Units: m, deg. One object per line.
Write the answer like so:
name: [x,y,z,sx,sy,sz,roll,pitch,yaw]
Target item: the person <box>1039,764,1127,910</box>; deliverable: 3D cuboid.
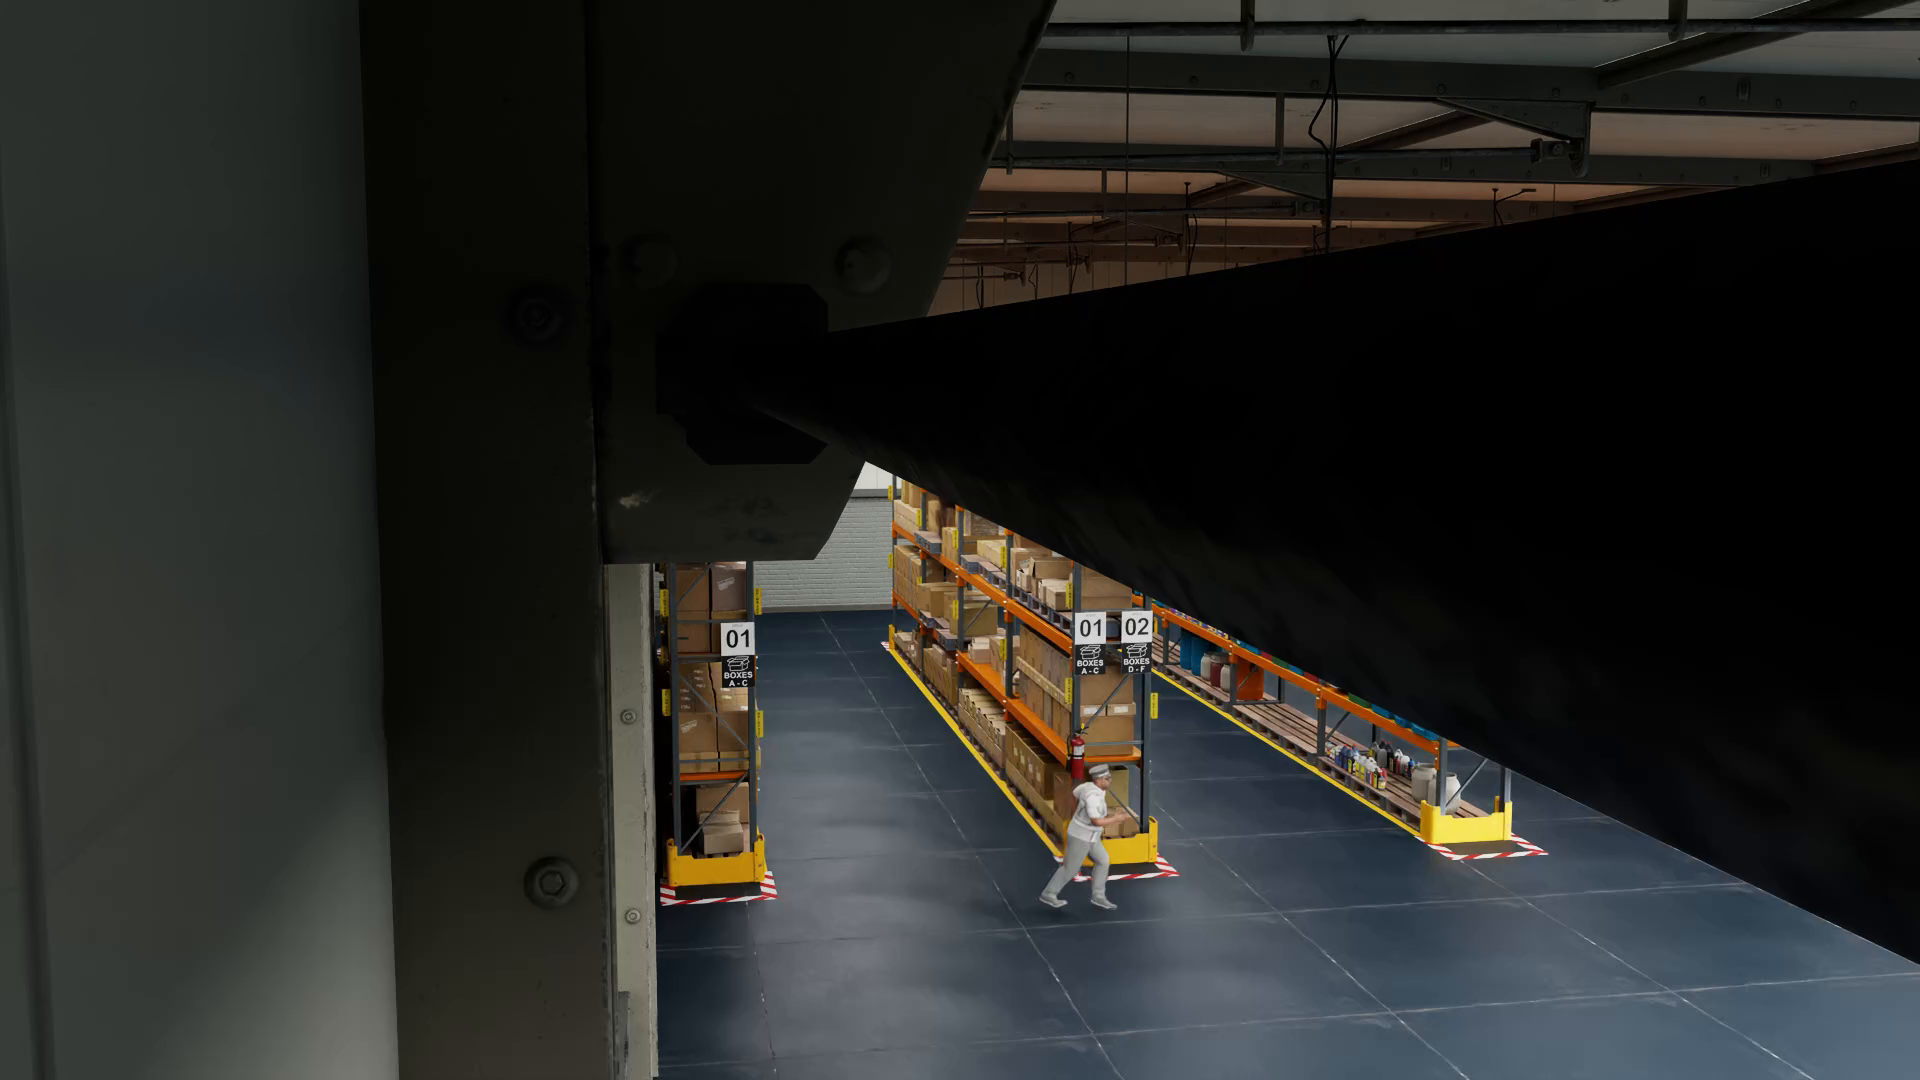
person: [1.421,3.418,19.077,1.001,1.753,0.666,1,6,10]
